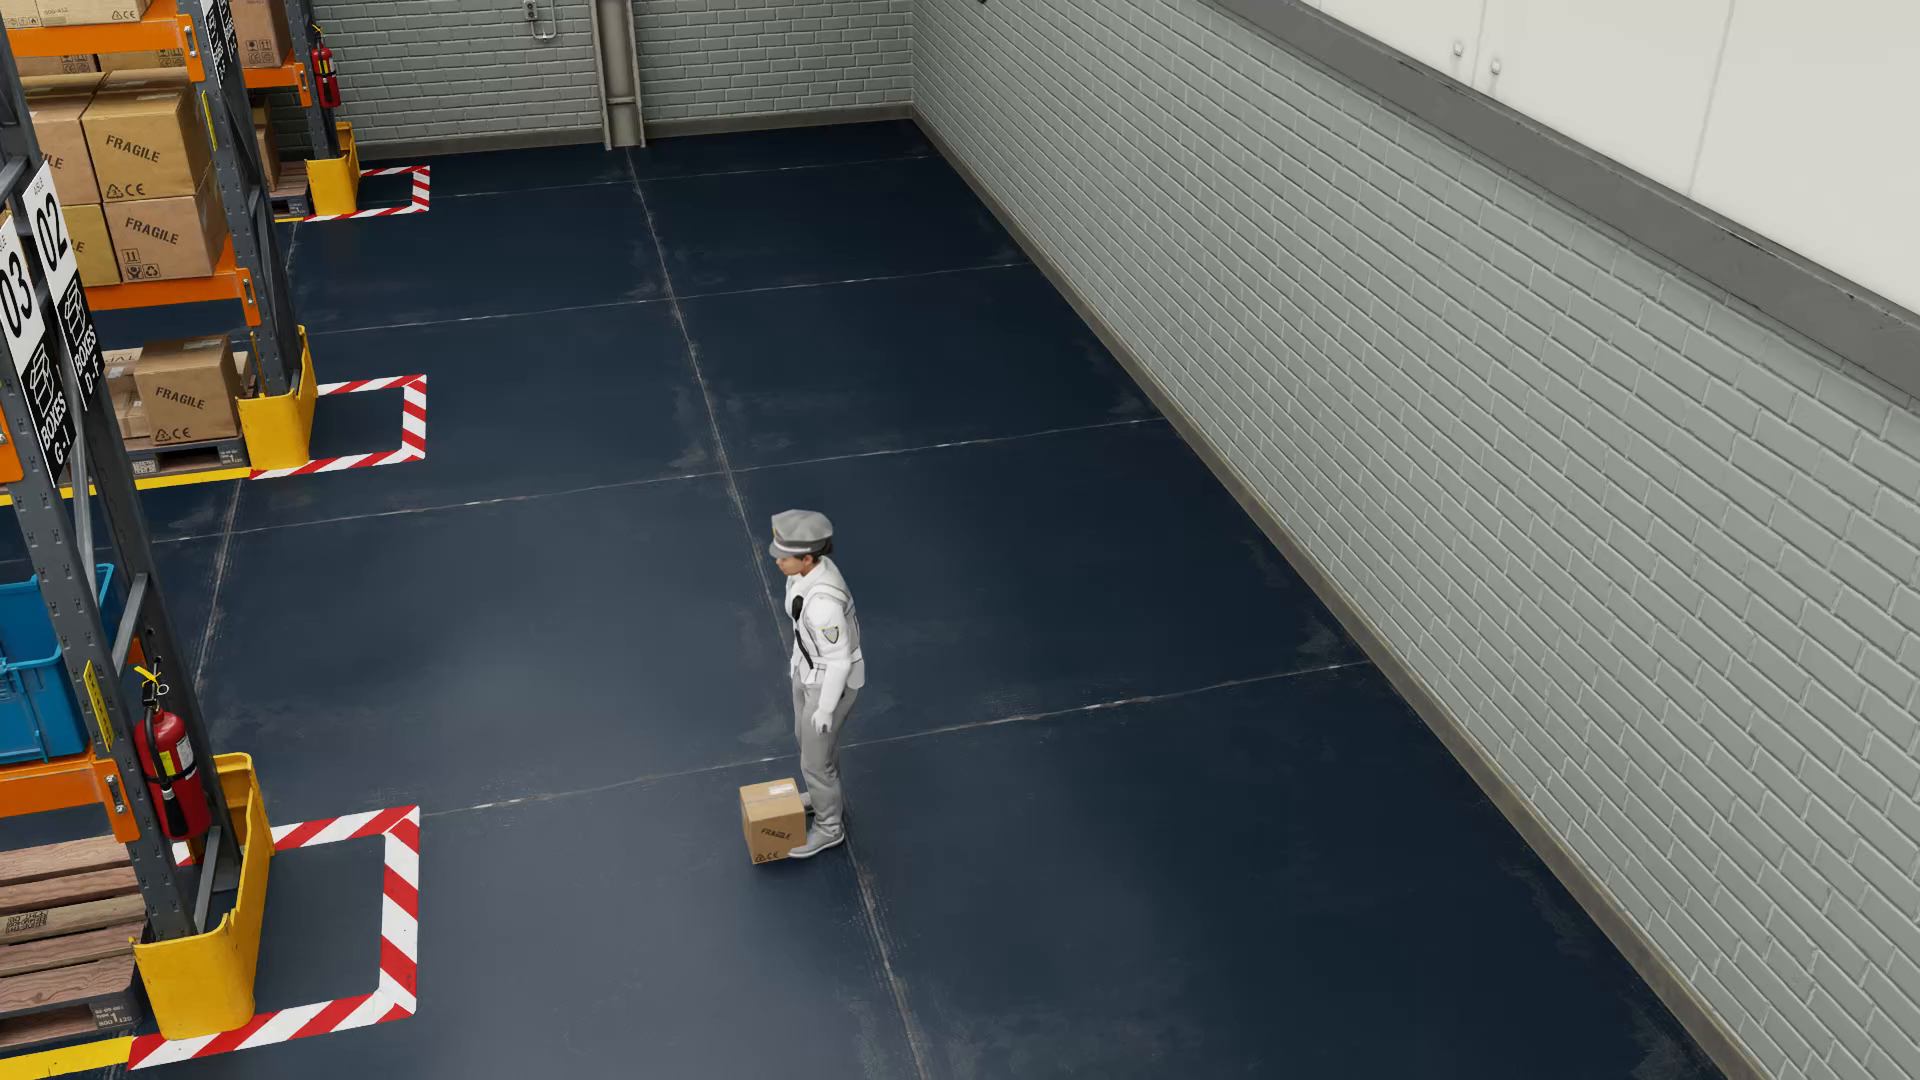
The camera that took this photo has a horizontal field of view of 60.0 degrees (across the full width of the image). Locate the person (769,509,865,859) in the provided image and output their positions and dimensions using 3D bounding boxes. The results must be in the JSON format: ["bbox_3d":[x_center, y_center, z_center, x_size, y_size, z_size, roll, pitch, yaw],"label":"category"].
[{"bbox_3d":[-0.626,0.618,7.177,0.412,1.663,0.518,-9,32,-15],"label":"person"}]
